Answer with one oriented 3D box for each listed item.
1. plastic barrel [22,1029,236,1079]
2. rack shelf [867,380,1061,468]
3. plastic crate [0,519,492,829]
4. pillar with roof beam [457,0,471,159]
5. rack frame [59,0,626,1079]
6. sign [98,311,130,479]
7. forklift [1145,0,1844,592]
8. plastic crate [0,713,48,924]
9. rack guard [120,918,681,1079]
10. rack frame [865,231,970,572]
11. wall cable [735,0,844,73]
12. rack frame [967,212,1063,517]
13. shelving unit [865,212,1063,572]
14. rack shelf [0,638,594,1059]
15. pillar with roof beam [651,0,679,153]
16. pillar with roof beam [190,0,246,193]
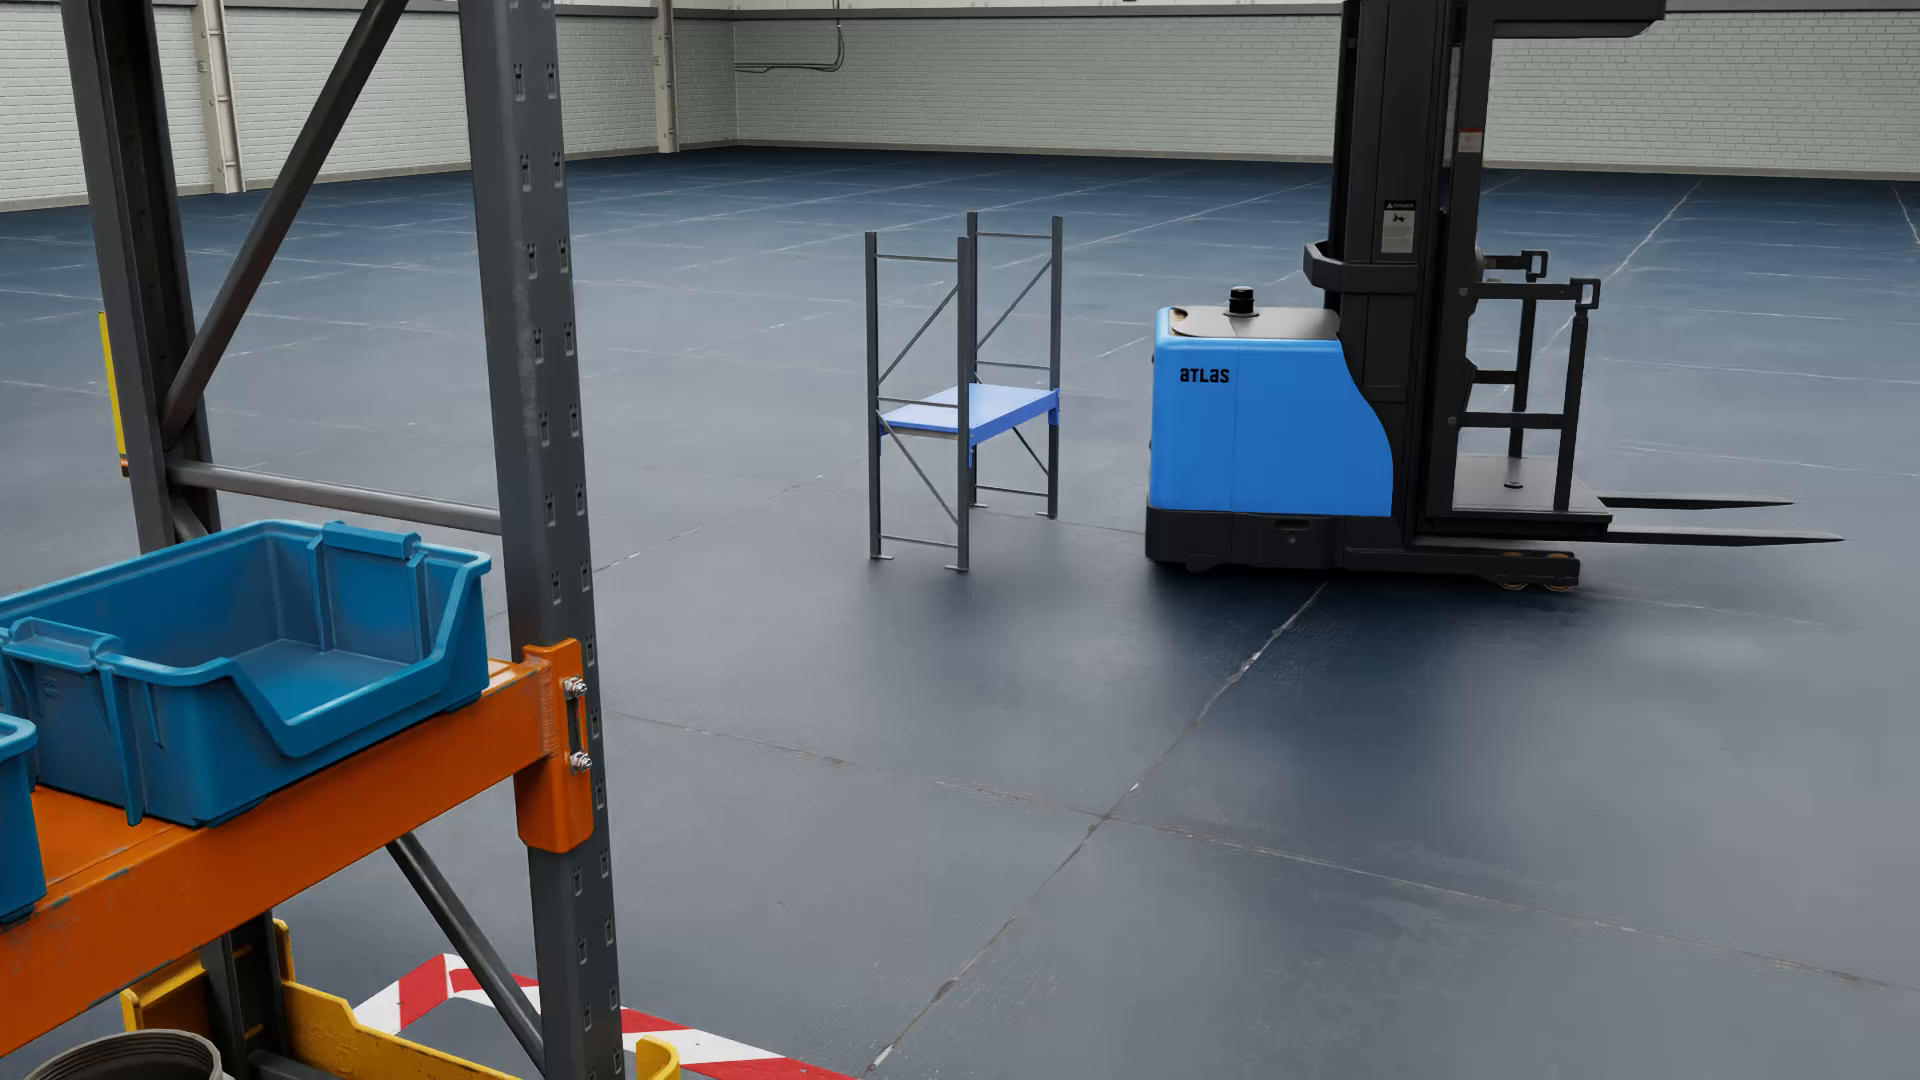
[{"bbox_3d":[-1.328,1.100,2.684,0.421,0.512,0.421,0,17,0],"label":"plastic barrel"},{"bbox_3d":[0.038,-0.568,7.935,0.538,0.185,1.000,8,18,25],"label":"rack shelf"},{"bbox_3d":[-1.058,0.168,2.451,0.499,0.251,0.616,8,18,25],"label":"plastic crate"},{"bbox_3d":[-5.383,-10.969,29.149,9.100,9.000,0.400,8,18,25],"label":"pillar with roof beam"},{"bbox_3d":[-1.105,-0.069,2.988,0.949,2.616,0.053,8,18,25],"label":"rack frame"},{"bbox_3d":[-1.592,-0.272,3.187,0.100,0.325,0.005,8,18,25],"label":"sign"},{"bbox_3d":[2.394,-1.339,7.383,3.031,2.935,1.130,2,17,6],"label":"forklift"},{"bbox_3d":[-1.353,0.333,1.896,0.499,0.251,0.408,8,18,25],"label":"plastic crate"},{"bbox_3d":[-1.094,1.155,3.258,1.175,0.500,0.348,8,18,25],"label":"rack guard"},{"bbox_3d":[-0.189,-0.611,7.448,0.500,1.500,0.032,8,18,25],"label":"rack frame"},{"bbox_3d":[-4.054,-12.138,38.541,3.097,2.526,0.112,8,18,25],"label":"wall cable"},{"bbox_3d":[0.265,-0.870,8.320,0.500,1.500,0.032,8,18,25],"label":"rack frame"},{"bbox_3d":[0.038,-0.741,7.884,0.538,1.500,1.048,8,18,25],"label":"shelving unit"},{"bbox_3d":[-1.996,0.786,1.374,1.077,0.370,4.000,8,18,25],"label":"rack shelf"},{"bbox_3d":[-2.702,-12.497,34.295,9.100,9.000,0.400,8,18,25],"label":"pillar with roof beam"},{"bbox_3d":[-8.064,-9.440,24.004,9.100,9.000,0.400,8,18,25],"label":"pillar with roof beam"}]
